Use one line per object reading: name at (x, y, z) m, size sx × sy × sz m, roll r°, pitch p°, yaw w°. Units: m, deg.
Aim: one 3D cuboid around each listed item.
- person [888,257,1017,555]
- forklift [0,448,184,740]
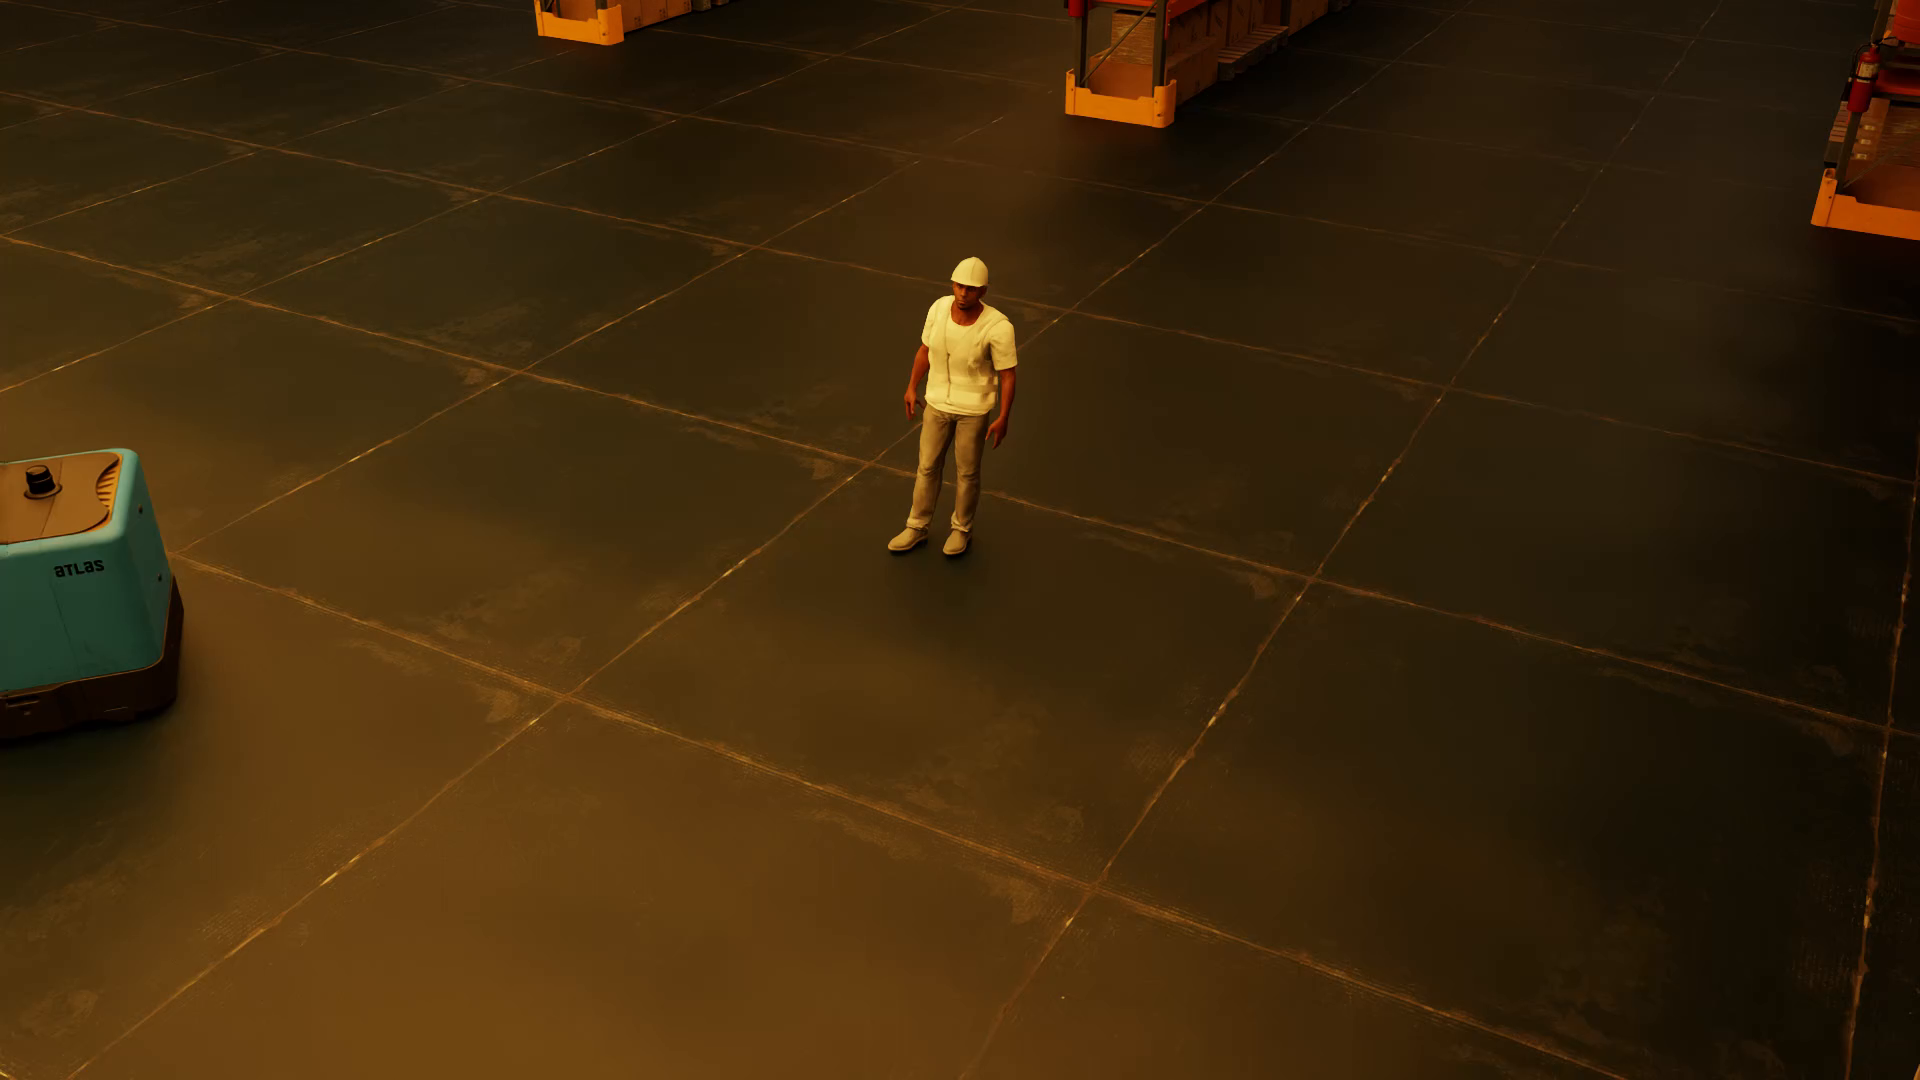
person at (-0.039, -0.743, 9.508) m, size 0.665 × 1.765 × 0.577 m, roll 15°, pitch 33°, yaw 25°
forklift at (-5.579, -0.370, 7.711) m, size 3.031 × 2.935 × 1.130 m, roll -10°, pitch 31°, yaw -16°
